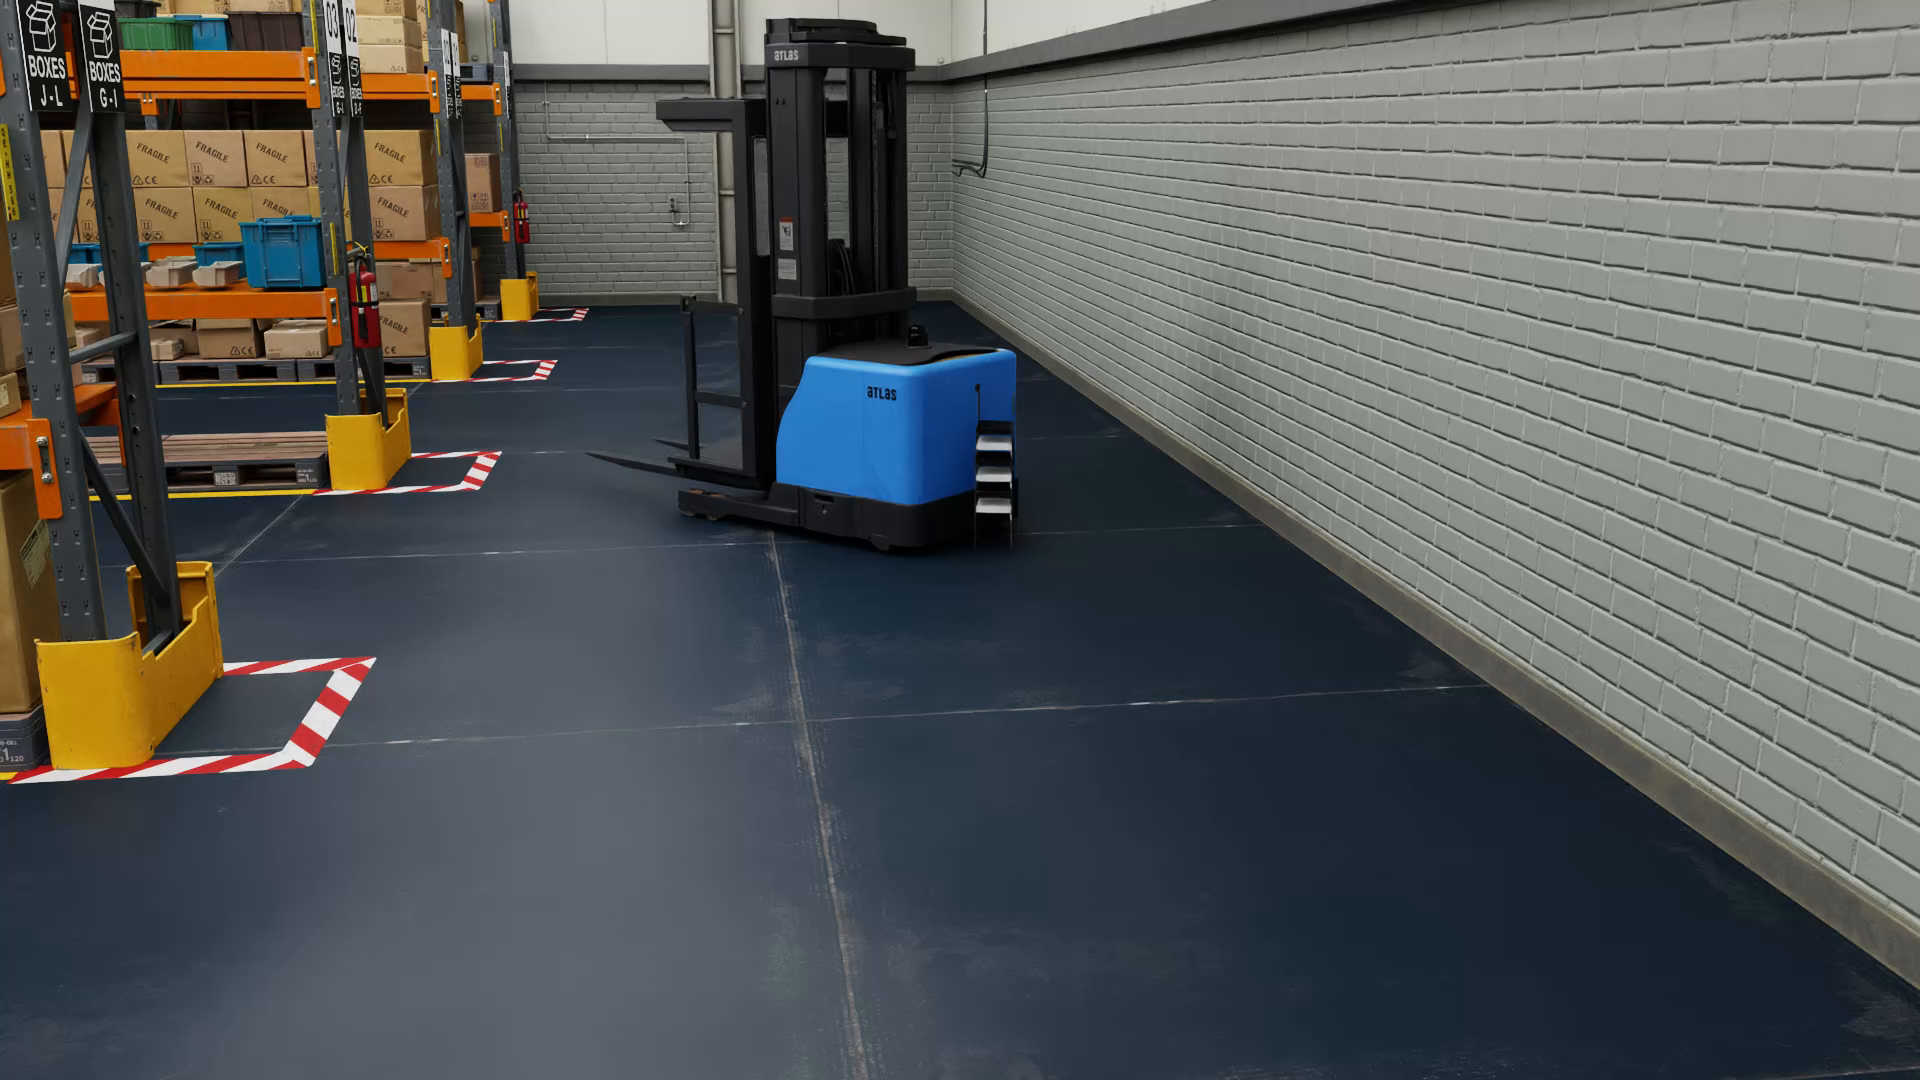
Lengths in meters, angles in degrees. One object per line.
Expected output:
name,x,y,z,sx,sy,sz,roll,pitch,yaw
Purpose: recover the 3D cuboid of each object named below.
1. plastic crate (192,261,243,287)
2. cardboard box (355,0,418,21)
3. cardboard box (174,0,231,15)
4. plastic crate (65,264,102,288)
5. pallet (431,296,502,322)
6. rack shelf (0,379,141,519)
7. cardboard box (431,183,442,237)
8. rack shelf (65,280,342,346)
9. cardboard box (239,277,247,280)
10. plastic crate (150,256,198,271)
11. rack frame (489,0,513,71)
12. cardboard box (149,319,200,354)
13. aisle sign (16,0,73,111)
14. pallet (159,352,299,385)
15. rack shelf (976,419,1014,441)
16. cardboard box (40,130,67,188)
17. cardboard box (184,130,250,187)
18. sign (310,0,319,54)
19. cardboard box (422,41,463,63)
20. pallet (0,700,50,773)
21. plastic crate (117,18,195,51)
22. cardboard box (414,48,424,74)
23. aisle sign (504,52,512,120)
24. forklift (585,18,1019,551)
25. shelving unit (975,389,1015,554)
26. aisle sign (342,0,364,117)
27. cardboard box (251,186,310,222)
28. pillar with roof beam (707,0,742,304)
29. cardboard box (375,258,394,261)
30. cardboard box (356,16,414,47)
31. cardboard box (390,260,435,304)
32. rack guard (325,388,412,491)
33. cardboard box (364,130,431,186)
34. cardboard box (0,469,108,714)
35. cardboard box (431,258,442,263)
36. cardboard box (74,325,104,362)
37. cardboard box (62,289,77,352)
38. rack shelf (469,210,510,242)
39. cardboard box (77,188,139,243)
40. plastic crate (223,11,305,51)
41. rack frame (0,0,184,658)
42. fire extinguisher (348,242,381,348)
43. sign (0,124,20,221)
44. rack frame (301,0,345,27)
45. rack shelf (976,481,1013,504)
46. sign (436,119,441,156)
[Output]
plastic crate,-4.891,-1.750,10.952,0.243,0.136,0.396,-2,14,-8
cardboard box,-5.352,-5.079,15.381,0.500,0.500,0.700,-2,14,-8
cardboard box,-6.846,-5.042,15.233,0.500,0.500,0.700,-2,14,-8
plastic crate,-5.742,-1.712,10.799,0.250,0.136,0.298,-2,14,-8
pallet,-6.367,-2.904,20.869,1.213,0.211,1.003,-2,14,-8
rack shelf,-5.352,-0.309,6.266,4.000,0.370,1.077,-2,14,-8
cardboard box,-5.324,-3.209,16.147,0.500,0.500,0.500,-2,14,-7
rack shelf,-6.090,-1.500,11.017,4.000,0.370,1.077,-2,14,-8
cardboard box,-8.789,-3.154,20.405,0.500,0.500,0.700,-2,14,-8
plastic crate,-5.406,-1.877,11.458,0.298,0.136,0.250,-2,14,-8
rack frame,-5.588,-7.215,19.991,0.127,3.000,1.000,-2,14,-8
cardboard box,-7.539,-1.994,16.128,0.500,0.311,0.500,-2,14,-8
aisle sign,-3.258,-1.922,5.874,0.004,0.787,0.394,-2,14,-8
pallet,-6.913,-1.685,16.009,1.213,0.211,1.003,-2,14,-8
rack shelf,0.198,-0.618,9.364,0.200,0.077,0.258,1,14,5
cardboard box,-8.294,-3.451,15.056,0.500,0.500,0.500,-2,14,-7
cardboard box,-6.765,-3.508,15.281,0.500,0.500,0.500,-2,14,-7
sign,-4.014,-3.194,10.341,0.005,0.325,0.100,-2,14,-8
cardboard box,-6.273,-5.849,19.950,0.500,0.250,0.500,-2,14,-7
pallet,-4.153,0.670,6.616,1.213,0.211,1.003,-2,14,-8
plastic crate,-5.045,-3.170,10.463,0.336,0.188,0.450,-2,14,-8
cardboard box,-5.392,-4.538,15.793,0.500,0.250,0.500,-2,14,-8
aisle sign,-5.472,-5.496,20.127,0.004,0.787,0.394,-2,14,-8
forklift,-1.120,-1.628,10.189,3.031,2.935,1.130,11,18,37
shelving unit,0.198,-0.389,9.421,0.210,0.900,0.258,1,14,5
aisle sign,-4.085,-3.257,11.197,0.004,0.787,0.394,-2,14,-8
cardboard box,-6.255,-3.044,15.487,0.500,0.500,0.500,-2,14,-8
pillar with roof beam,-2.406,-6.485,17.082,0.400,9.000,9.100,-2,14,-8
cardboard box,-7.171,-3.577,20.760,0.250,0.149,0.380,-2,14,-8
cardboard box,-5.316,-4.658,15.244,0.500,0.250,0.500,-2,14,-8
cardboard box,-6.760,-3.228,20.704,0.500,0.500,0.700,-2,14,-8
rack guard,-4.090,-0.713,11.538,0.348,0.500,1.175,-2,14,-8
cardboard box,-5.245,-3.565,15.508,0.500,0.500,0.500,-2,14,-9
cardboard box,-3.995,0.139,6.506,0.875,0.875,0.875,-2,14,-8
cardboard box,-6.365,-3.513,20.504,0.250,0.149,0.380,-2,14,-9
cardboard box,-8.354,-1.841,15.519,0.500,0.311,0.500,-2,14,-8
cardboard box,-3.889,-0.849,6.640,0.500,0.250,0.500,-2,14,-10
rack shelf,-7.566,-3.883,20.519,4.000,0.370,1.077,-2,14,-8
cardboard box,-7.751,-2.989,15.269,0.500,0.500,0.500,-2,14,-7
plastic crate,-4.534,-3.366,11.081,0.590,0.269,0.497,-2,14,-8
rack frame,-3.374,-0.730,6.468,0.127,3.000,1.000,-2,14,-8
fire extinguisher,-3.895,-1.600,10.859,0.183,0.674,0.296,-2,14,-8
sign,-3.307,-1.276,5.776,0.005,0.325,0.100,-2,14,-8
rack frame,-4.112,-4.832,10.489,0.127,3.000,1.000,-2,14,-8
rack shelf,0.198,-0.269,9.451,0.200,0.077,0.258,1,14,5
sign,-4.783,-3.694,15.255,0.005,0.325,0.100,-2,14,-8
